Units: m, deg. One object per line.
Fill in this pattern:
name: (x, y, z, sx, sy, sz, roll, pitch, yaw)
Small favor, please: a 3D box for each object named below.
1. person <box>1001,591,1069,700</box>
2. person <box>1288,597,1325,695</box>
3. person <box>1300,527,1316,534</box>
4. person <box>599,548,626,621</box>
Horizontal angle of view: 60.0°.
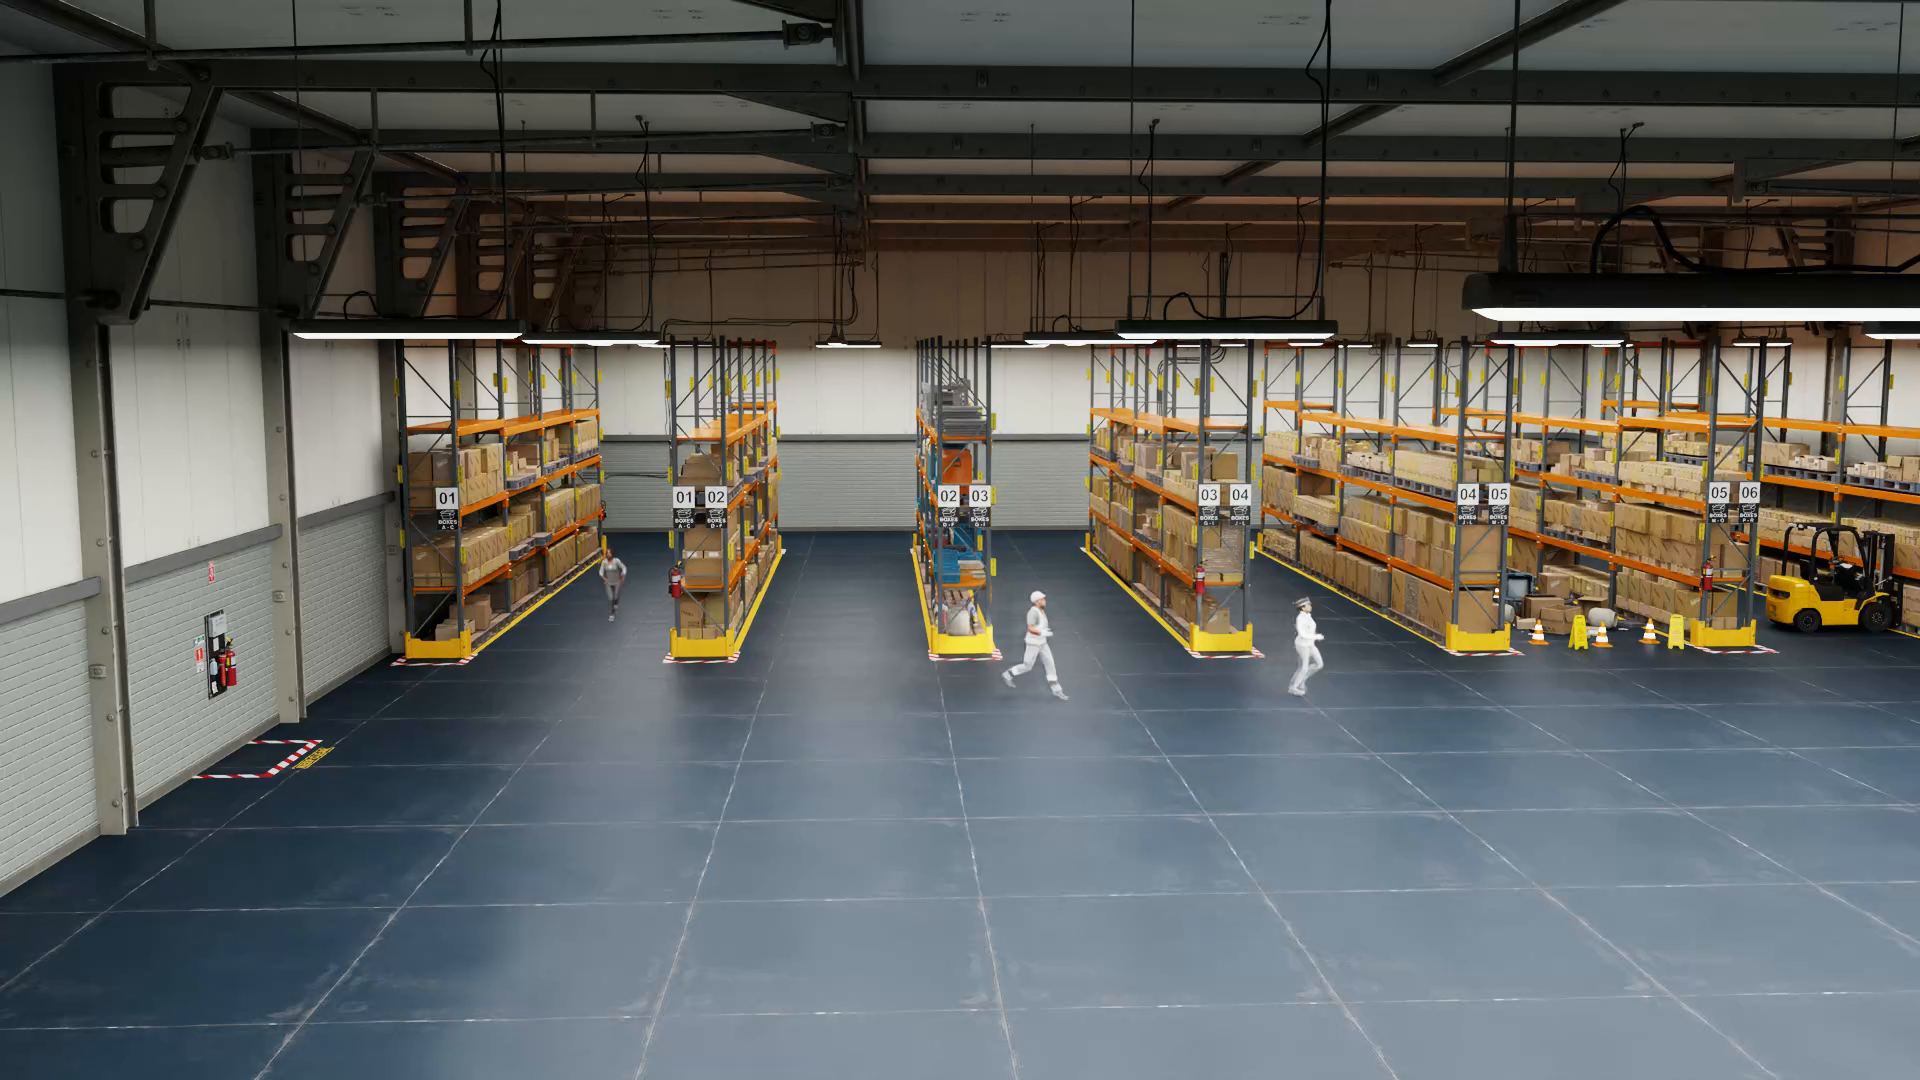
person: (1.223, 1.734, 27.399, 1.163, 1.791, 0.623, 3, 7, 27)
person: (5.765, 1.756, 27.626, 0.597, 1.659, 0.584, 4, 7, 28)
person: (10.203, -0.595, 48.577, 0.542, 1.616, 0.636, 6, 9, 45)
person: (-7.386, 0.949, 35.347, 0.560, 1.558, 0.605, -1, 7, -6)
